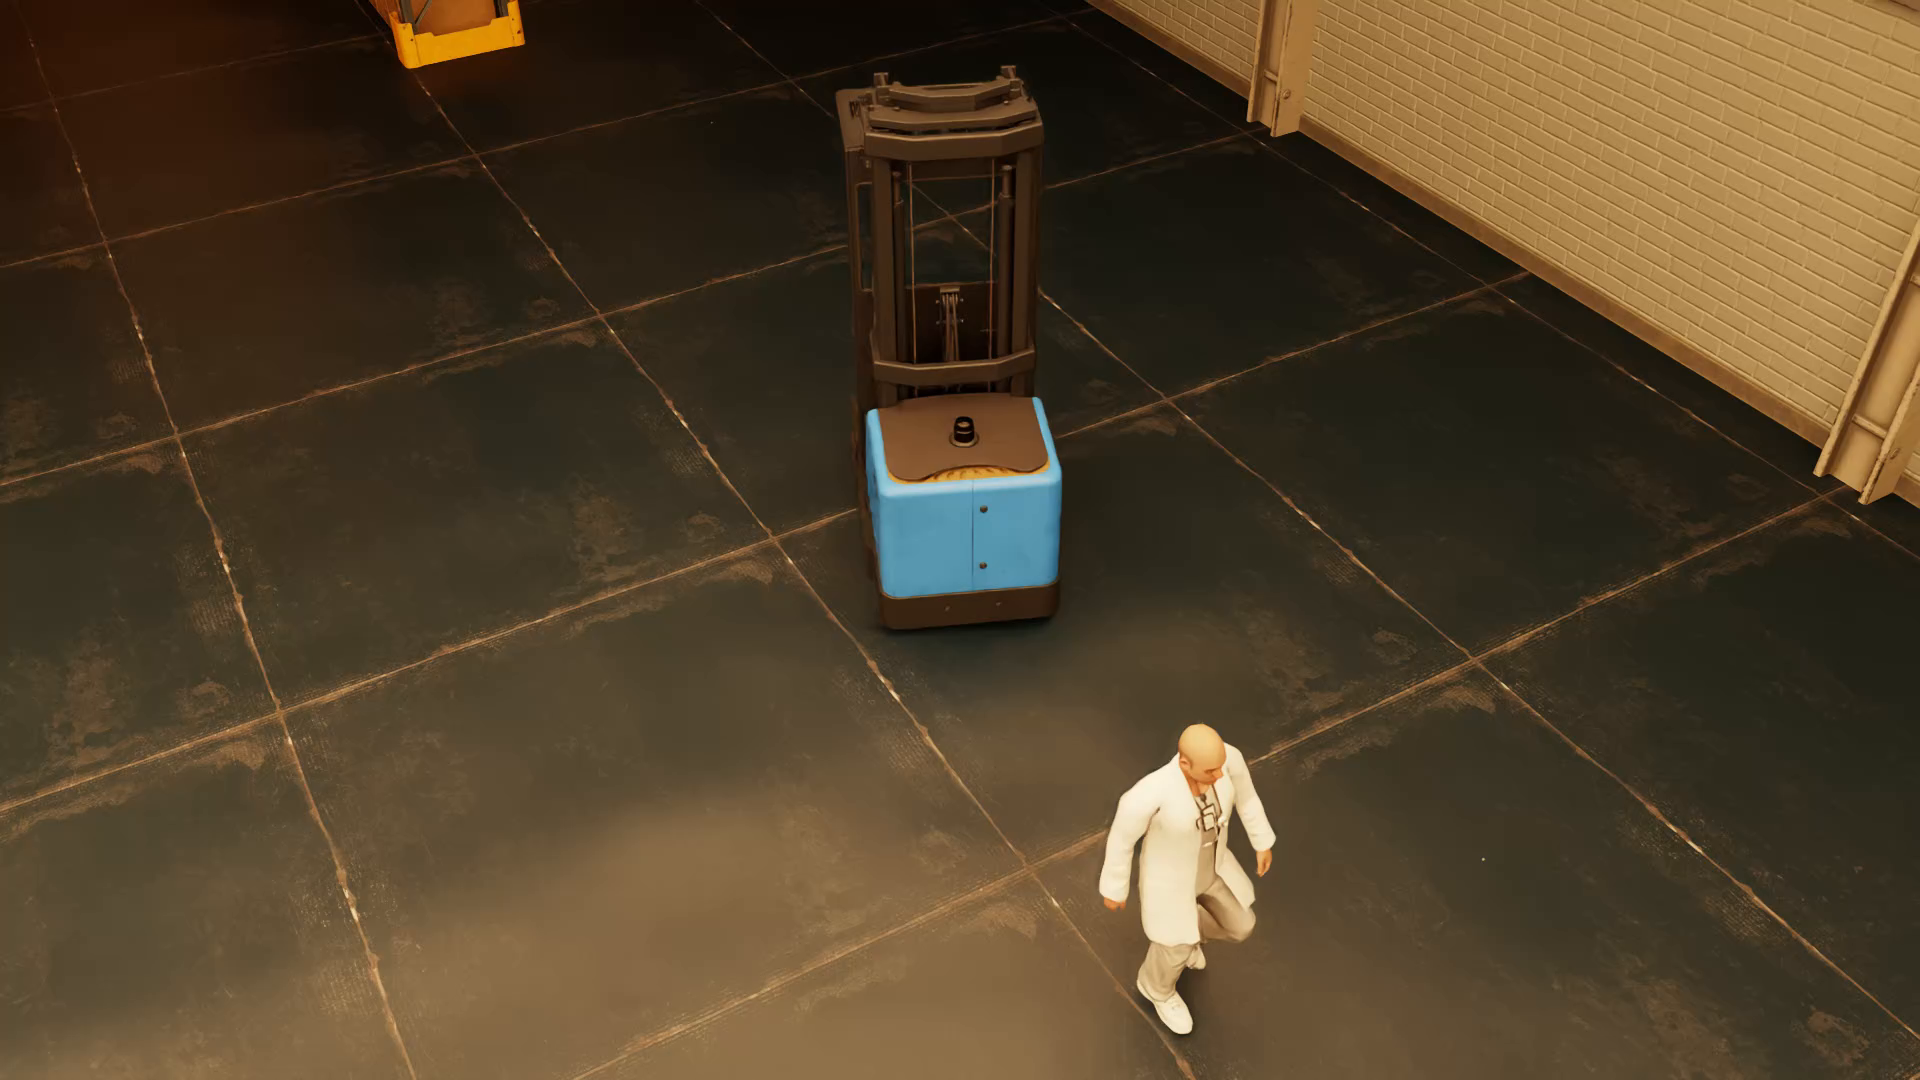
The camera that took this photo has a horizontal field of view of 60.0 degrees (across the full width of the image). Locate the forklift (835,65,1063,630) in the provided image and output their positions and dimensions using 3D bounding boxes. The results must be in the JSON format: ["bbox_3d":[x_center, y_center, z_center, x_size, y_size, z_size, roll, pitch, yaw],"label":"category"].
[{"bbox_3d":[-0.124,-1.548,9.902,1.130,2.935,3.031,-5,40,-6],"label":"forklift"}]

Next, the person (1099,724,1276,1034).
[{"bbox_3d":[0.986,1.458,7.245,0.782,1.701,0.525,-25,46,-27],"label":"person"}]
